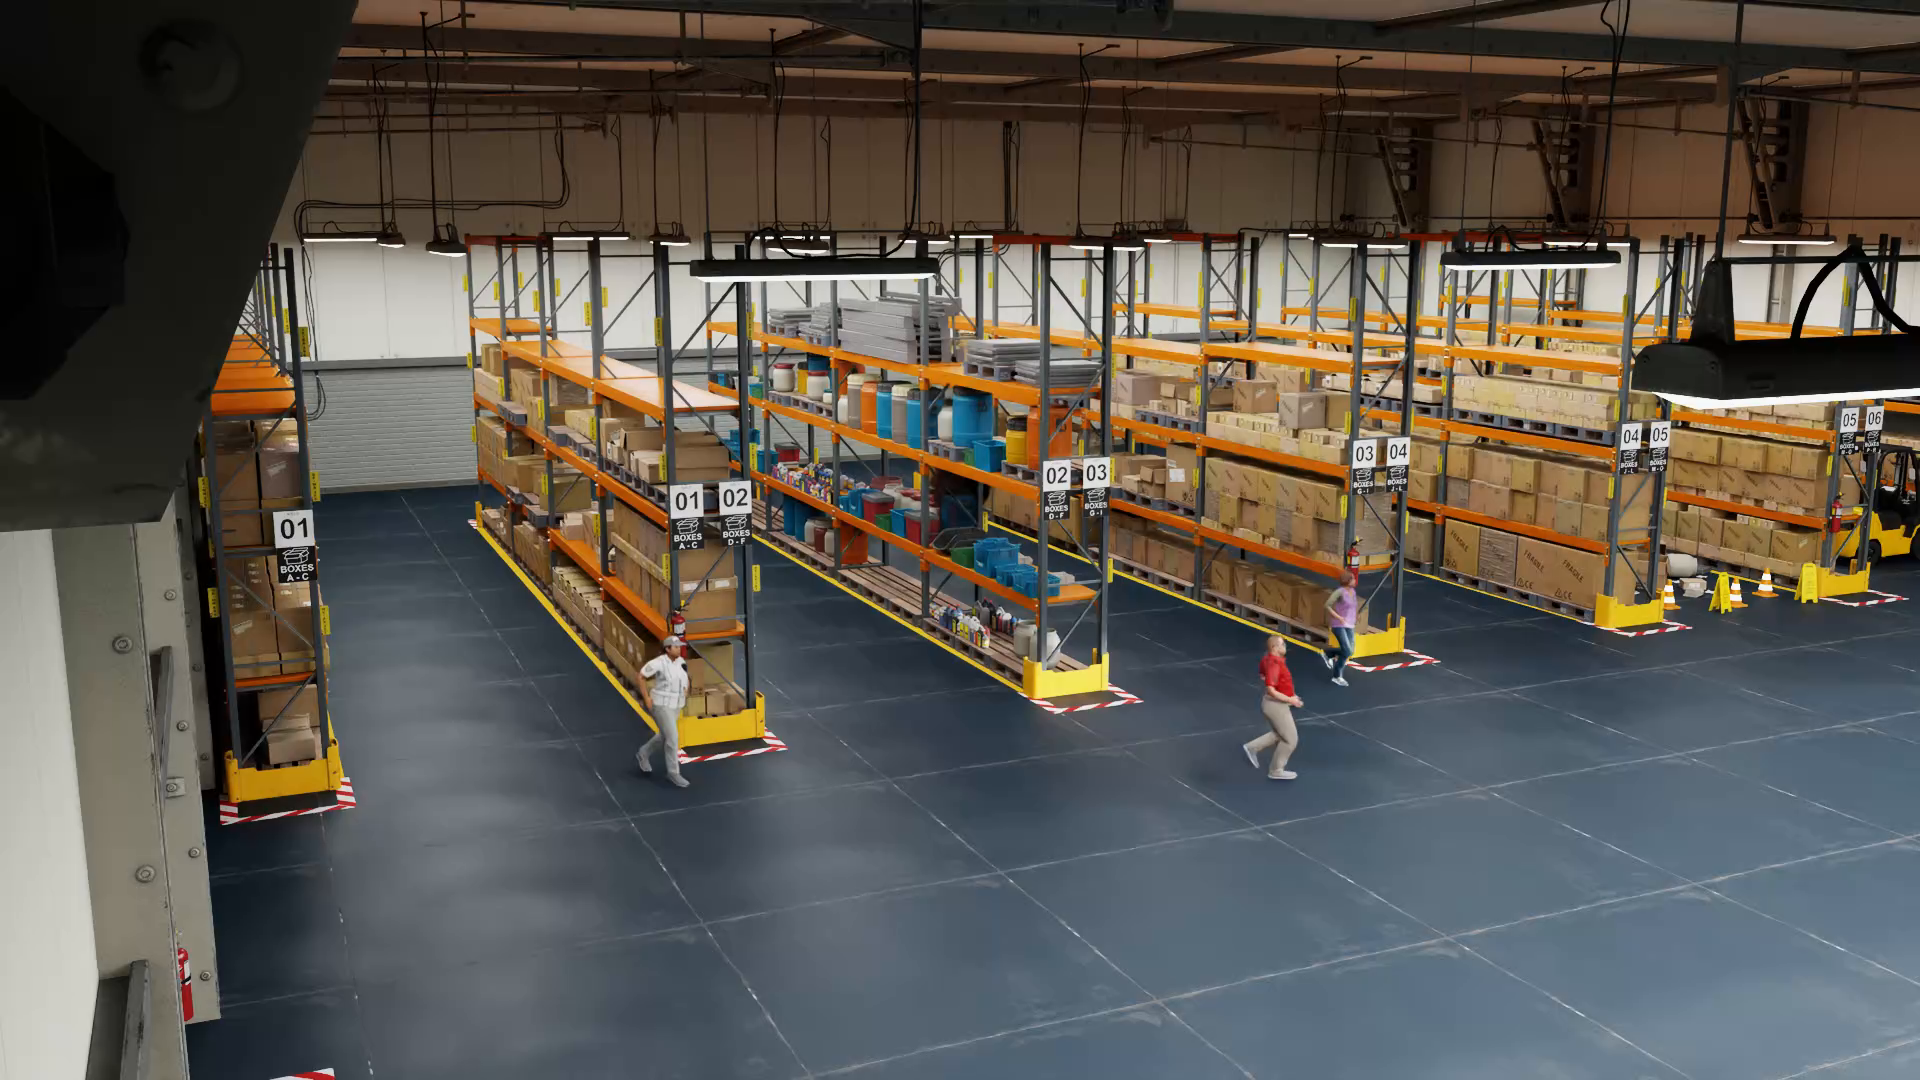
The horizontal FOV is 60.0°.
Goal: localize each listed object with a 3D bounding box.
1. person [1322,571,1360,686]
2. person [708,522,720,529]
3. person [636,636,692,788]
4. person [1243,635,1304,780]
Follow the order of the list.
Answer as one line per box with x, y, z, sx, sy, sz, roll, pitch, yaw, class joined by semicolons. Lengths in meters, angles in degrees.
5.282;1.203;23.065;0.563;1.523;0.626;-9;14;-39;person
-4.415;-0.195;29.545;0.673;1.772;0.692;-6;13;-29;person
-3.325;1.905;19.011;0.871;1.647;0.642;7;13;32;person
3.566;1.900;18.921;0.629;1.672;0.661;1;11;3;person
